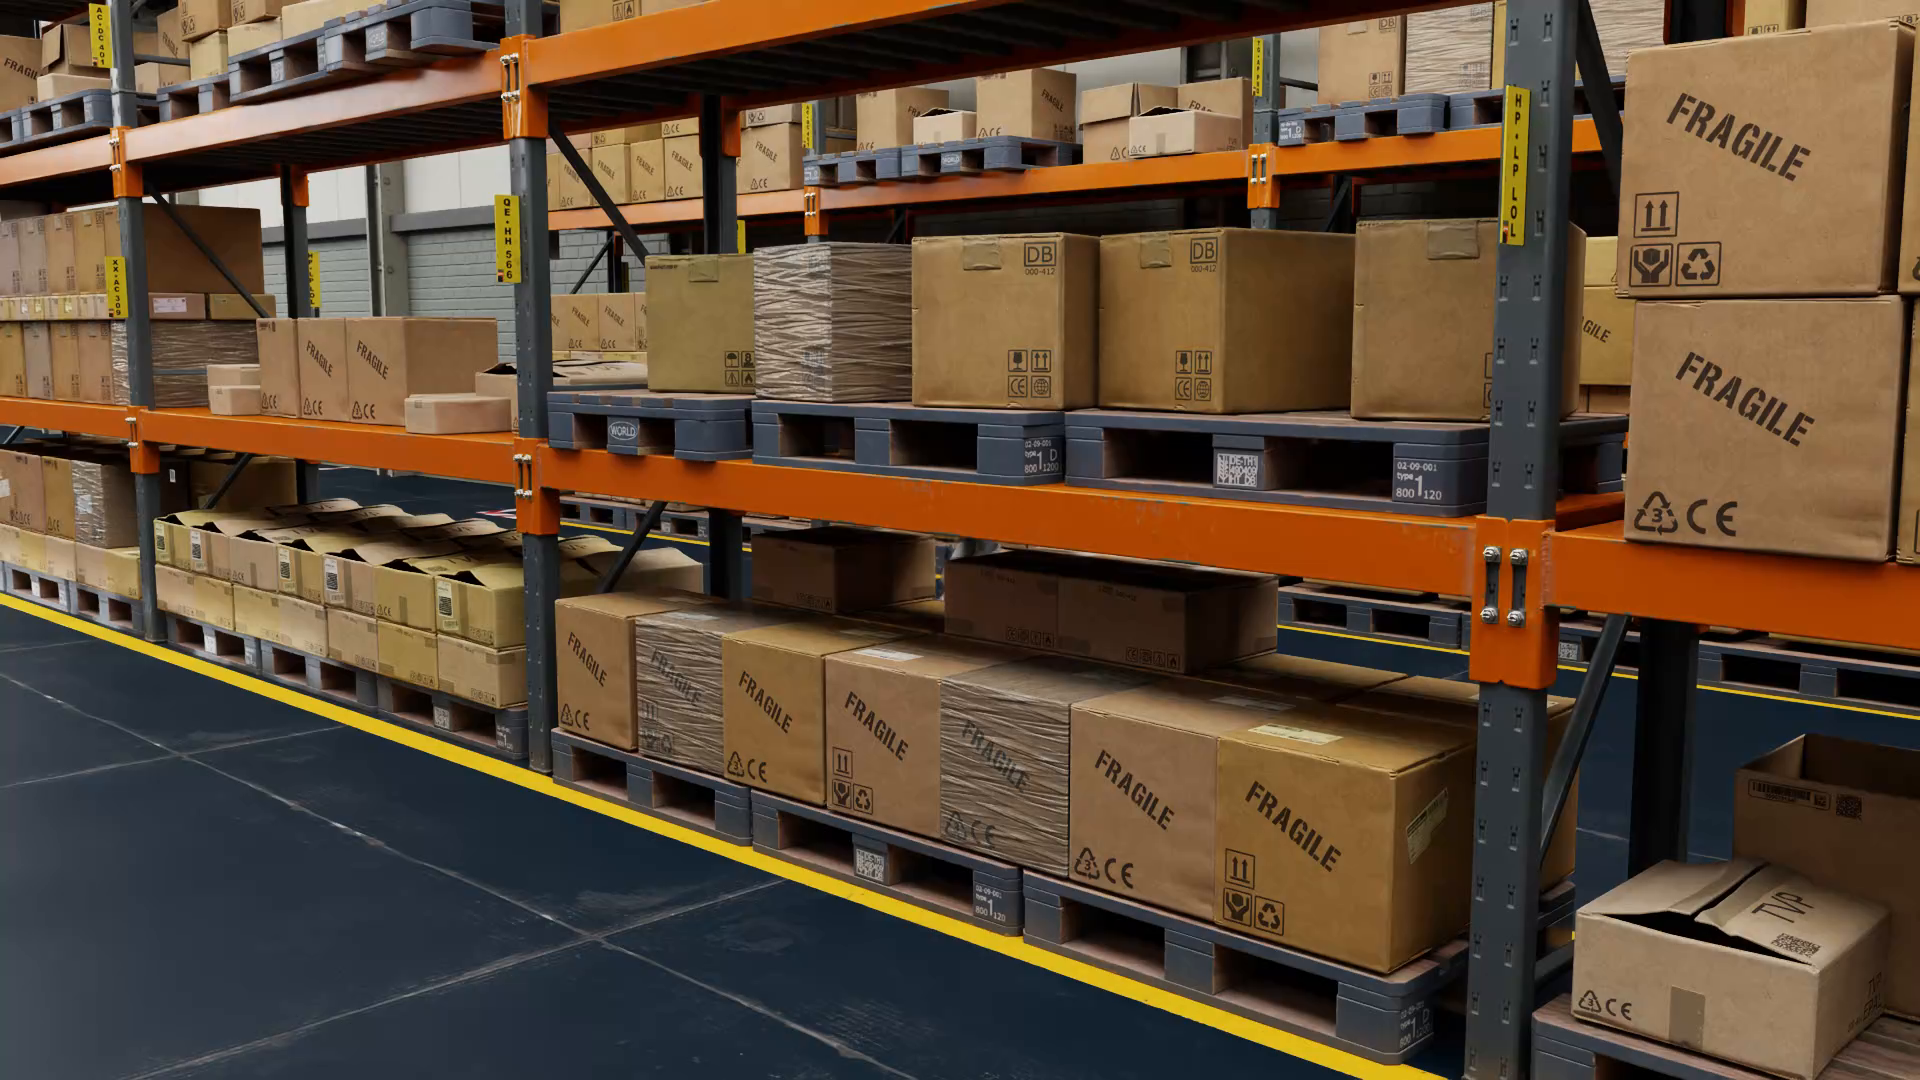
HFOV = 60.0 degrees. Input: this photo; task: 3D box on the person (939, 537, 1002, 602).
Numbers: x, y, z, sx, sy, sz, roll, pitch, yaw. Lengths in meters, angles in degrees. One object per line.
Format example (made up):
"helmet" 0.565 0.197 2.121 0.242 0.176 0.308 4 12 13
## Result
"person" 0.144 -0.259 9.139 0.543 1.681 0.418 3 8 24
